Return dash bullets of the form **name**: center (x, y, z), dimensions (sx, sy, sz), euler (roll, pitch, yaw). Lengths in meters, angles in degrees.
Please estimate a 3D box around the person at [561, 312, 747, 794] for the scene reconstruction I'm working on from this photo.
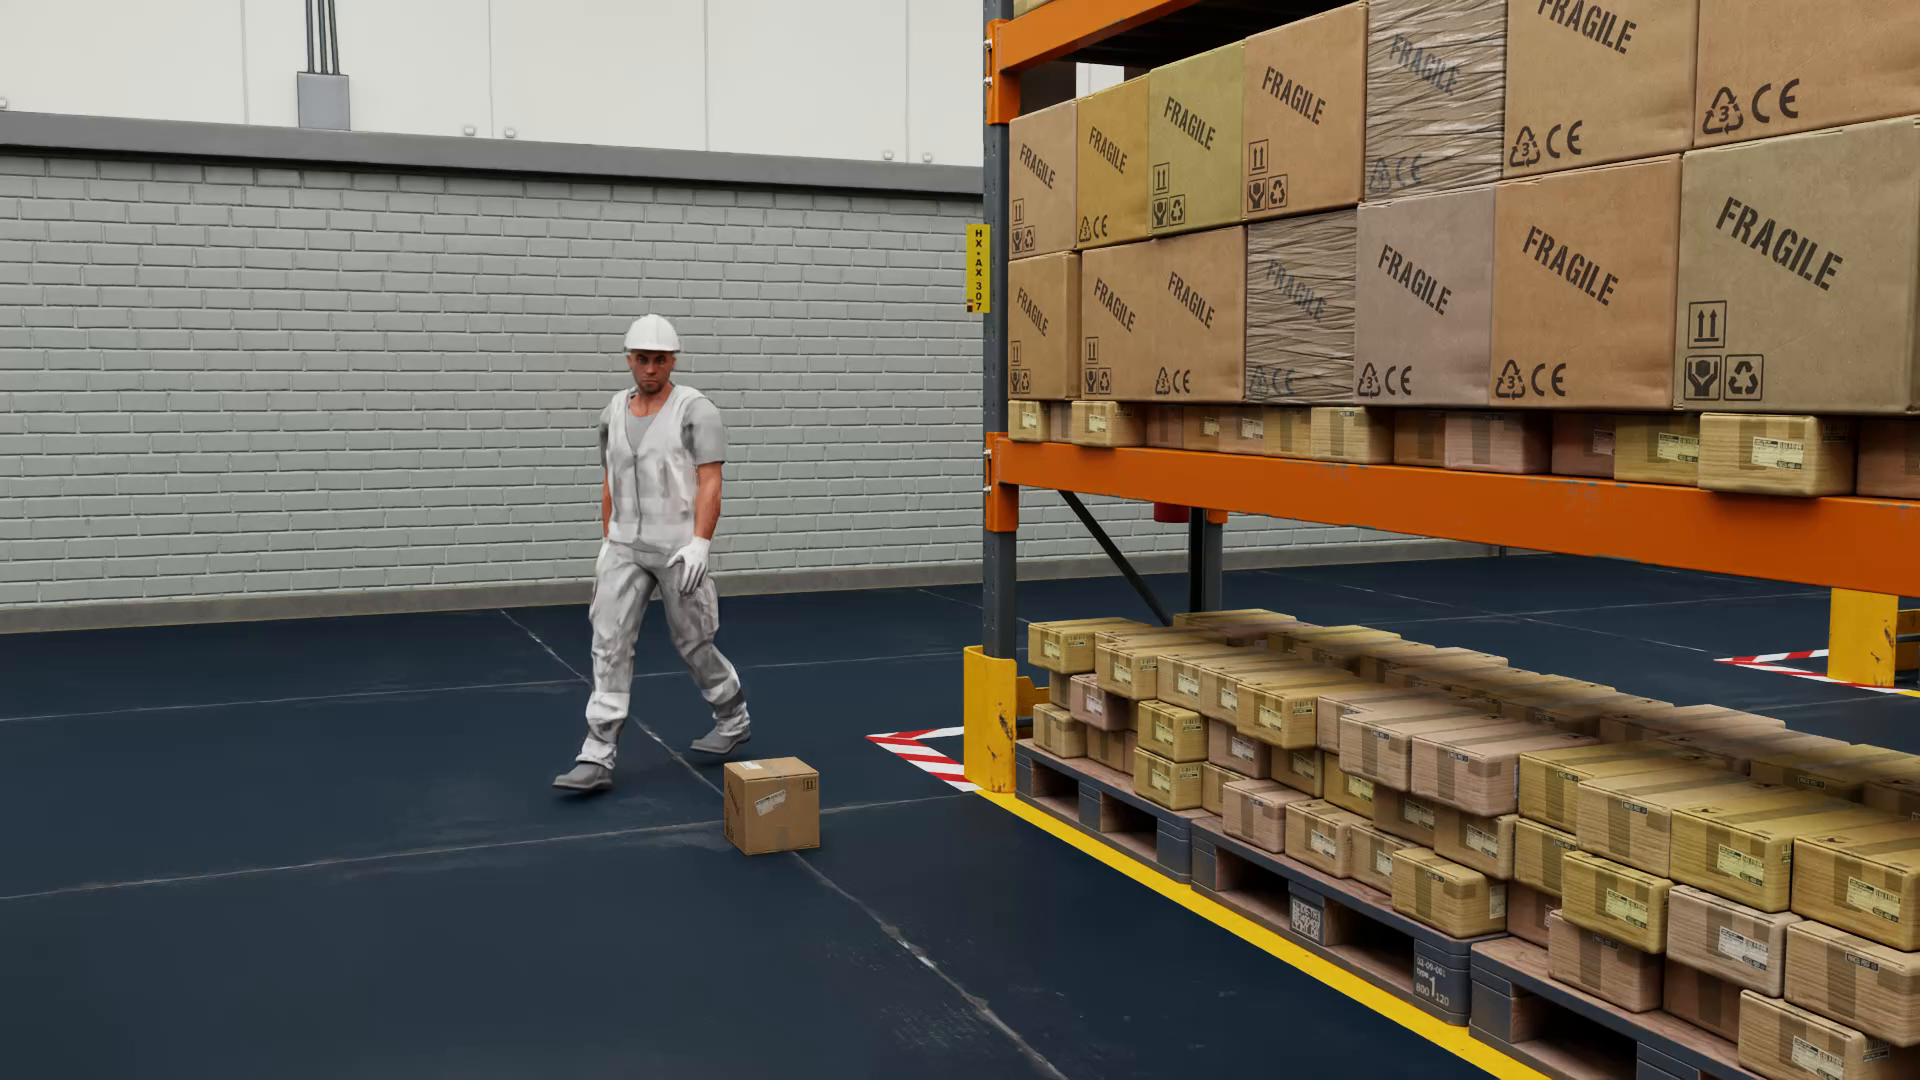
- **person**: center (-1.159, 0.034, 6.247), dimensions (0.582, 1.765, 0.873), euler (2, 6, 20)
